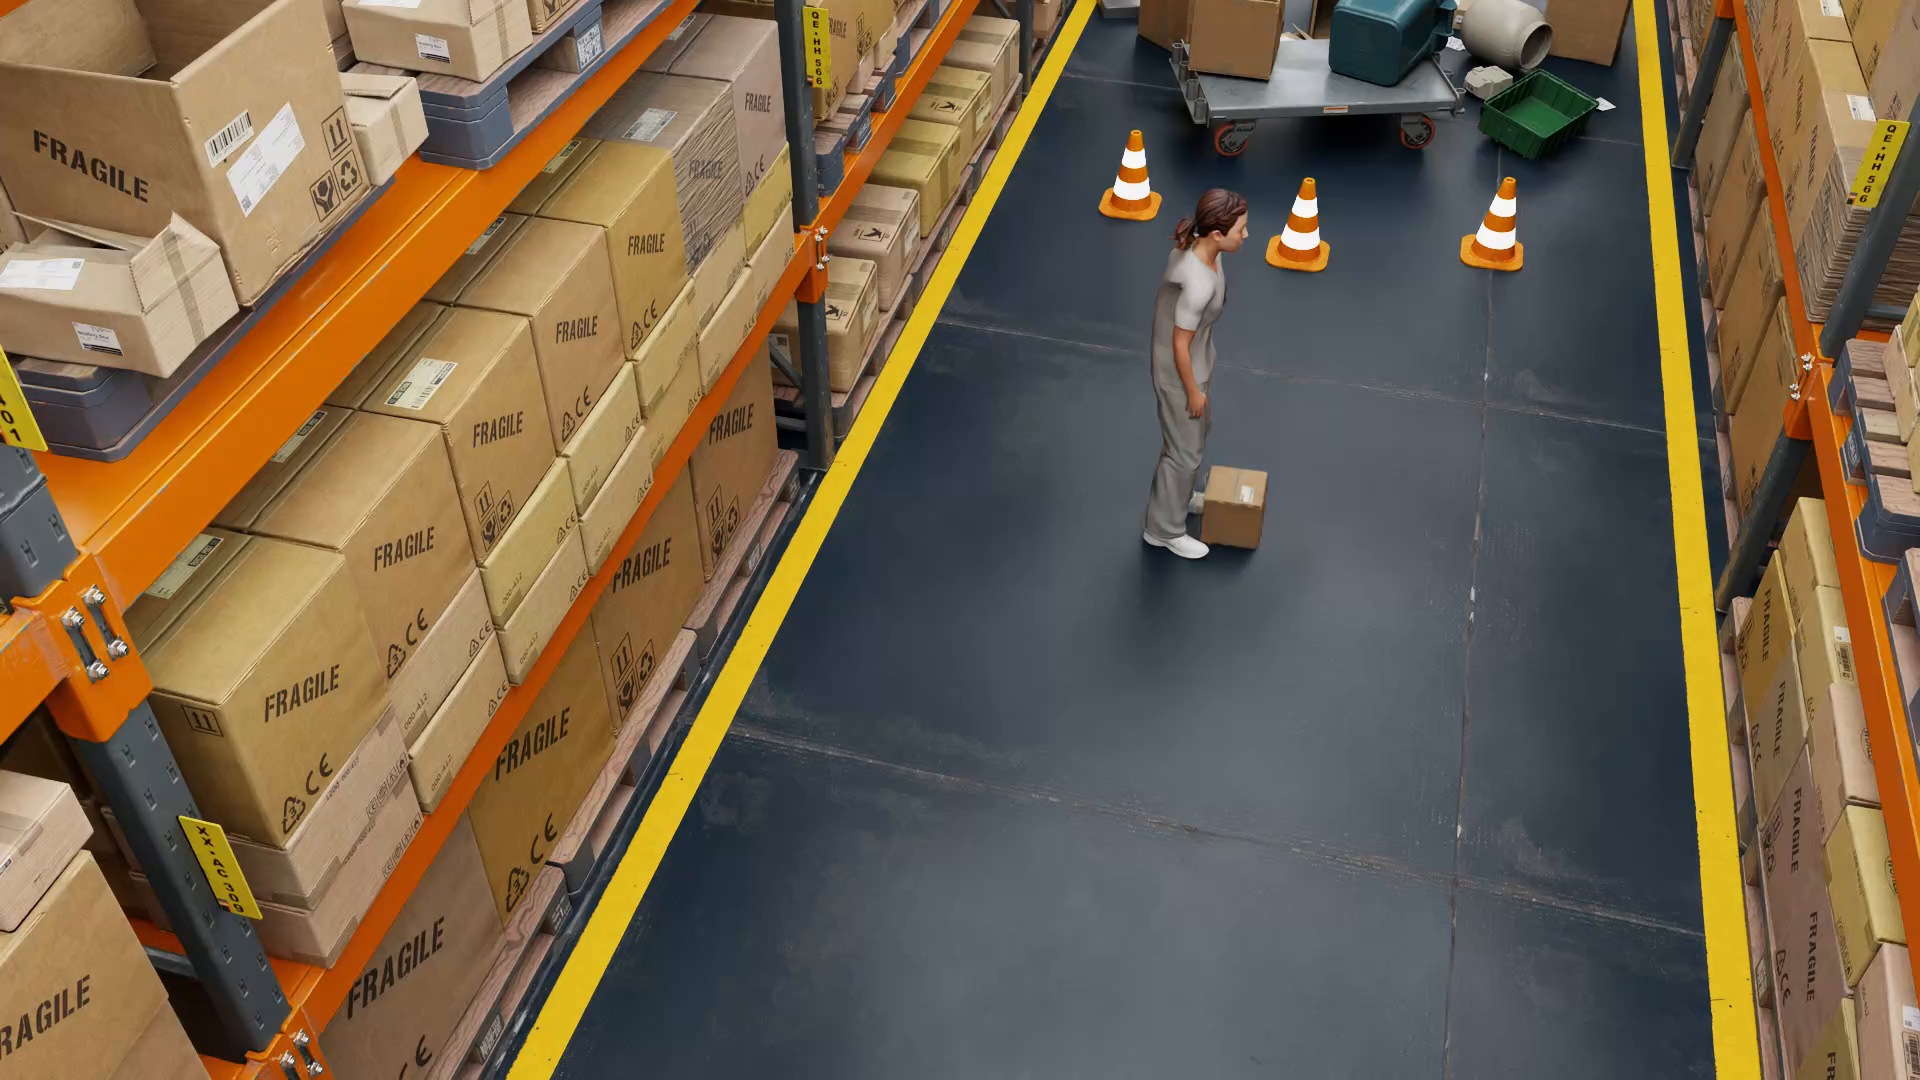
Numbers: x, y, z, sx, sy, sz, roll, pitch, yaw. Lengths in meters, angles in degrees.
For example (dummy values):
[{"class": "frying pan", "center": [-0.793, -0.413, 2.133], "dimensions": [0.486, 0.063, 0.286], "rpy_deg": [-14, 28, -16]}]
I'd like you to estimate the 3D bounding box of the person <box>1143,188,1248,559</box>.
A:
[{"class": "person", "center": [0.971, -0.712, 6.973], "dimensions": [0.358, 1.673, 0.488], "rpy_deg": [9, 42, 10]}]
